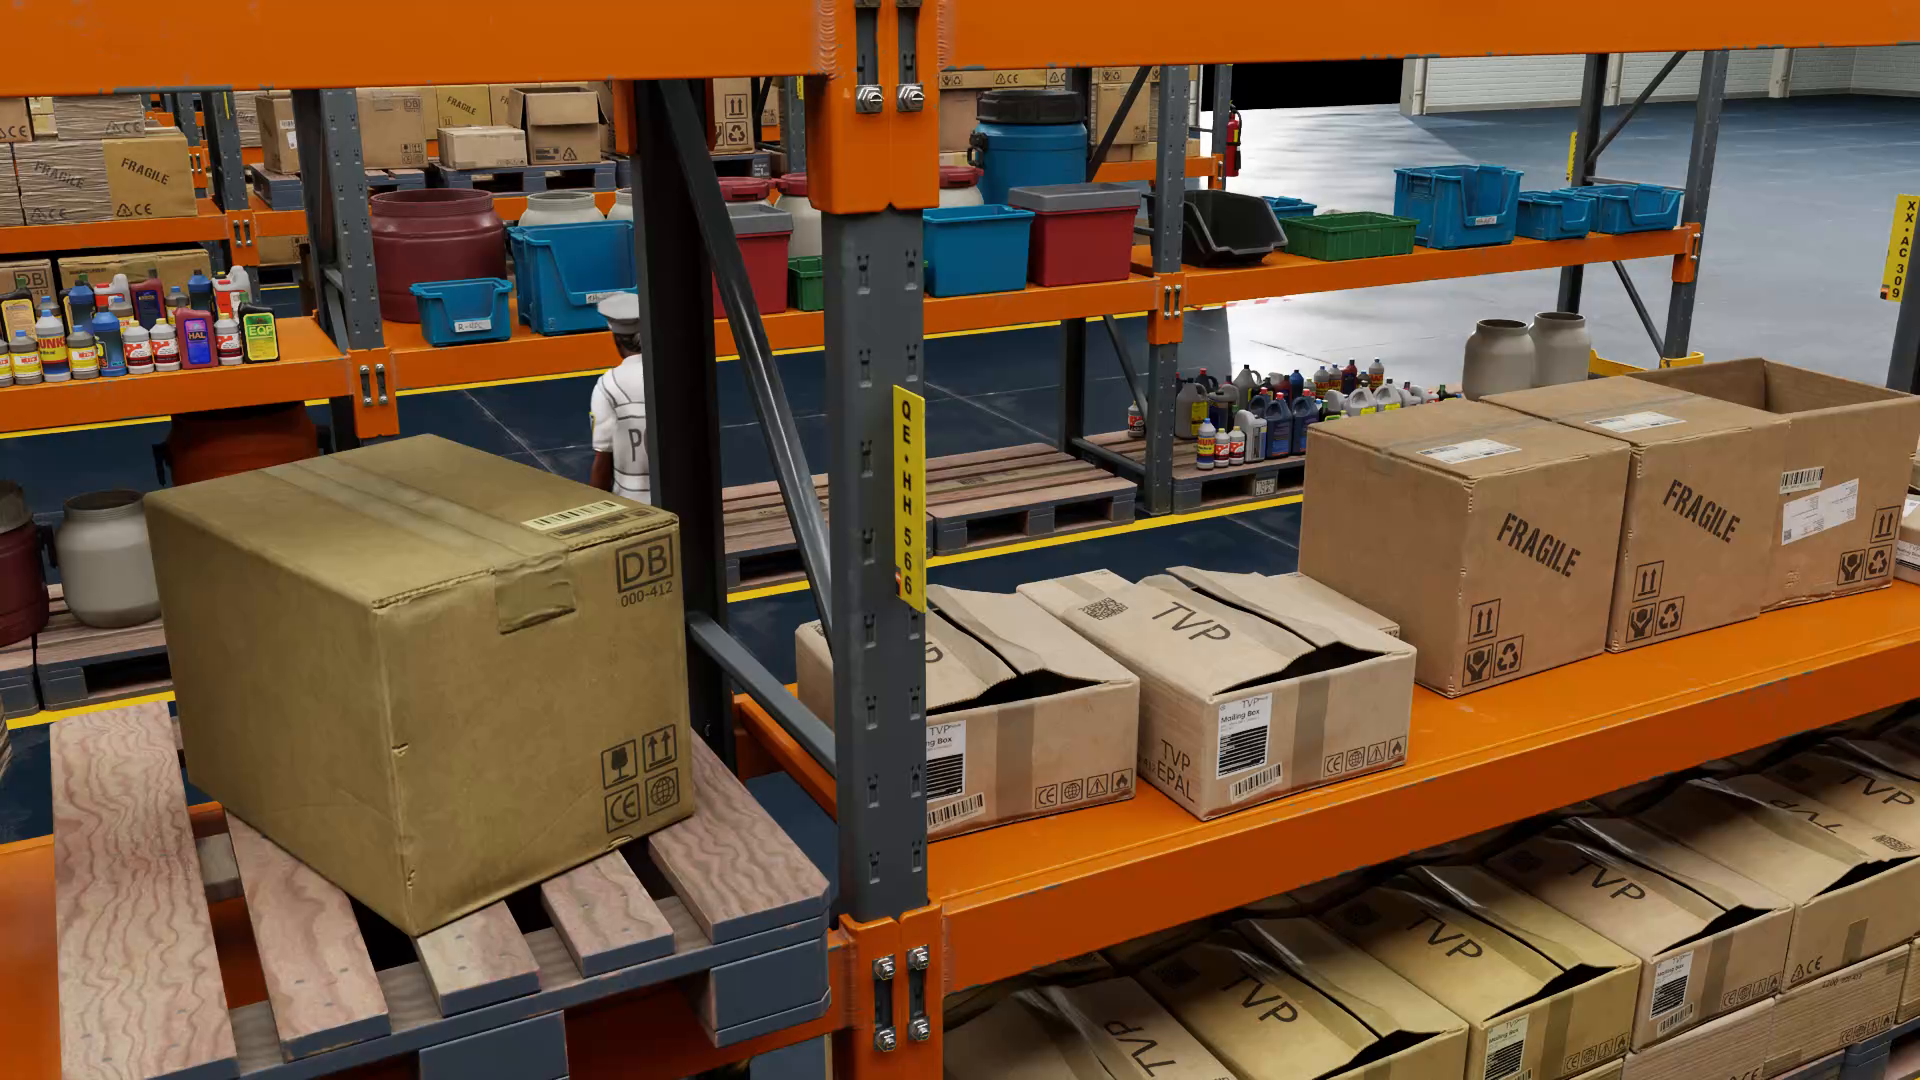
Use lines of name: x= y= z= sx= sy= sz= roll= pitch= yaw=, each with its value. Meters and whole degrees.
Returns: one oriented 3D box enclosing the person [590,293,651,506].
person: x=-1.158 y=-0.093 z=6.338 sx=0.509 sy=1.659 sz=0.416 roll=-10 pitch=21 yaw=-27
